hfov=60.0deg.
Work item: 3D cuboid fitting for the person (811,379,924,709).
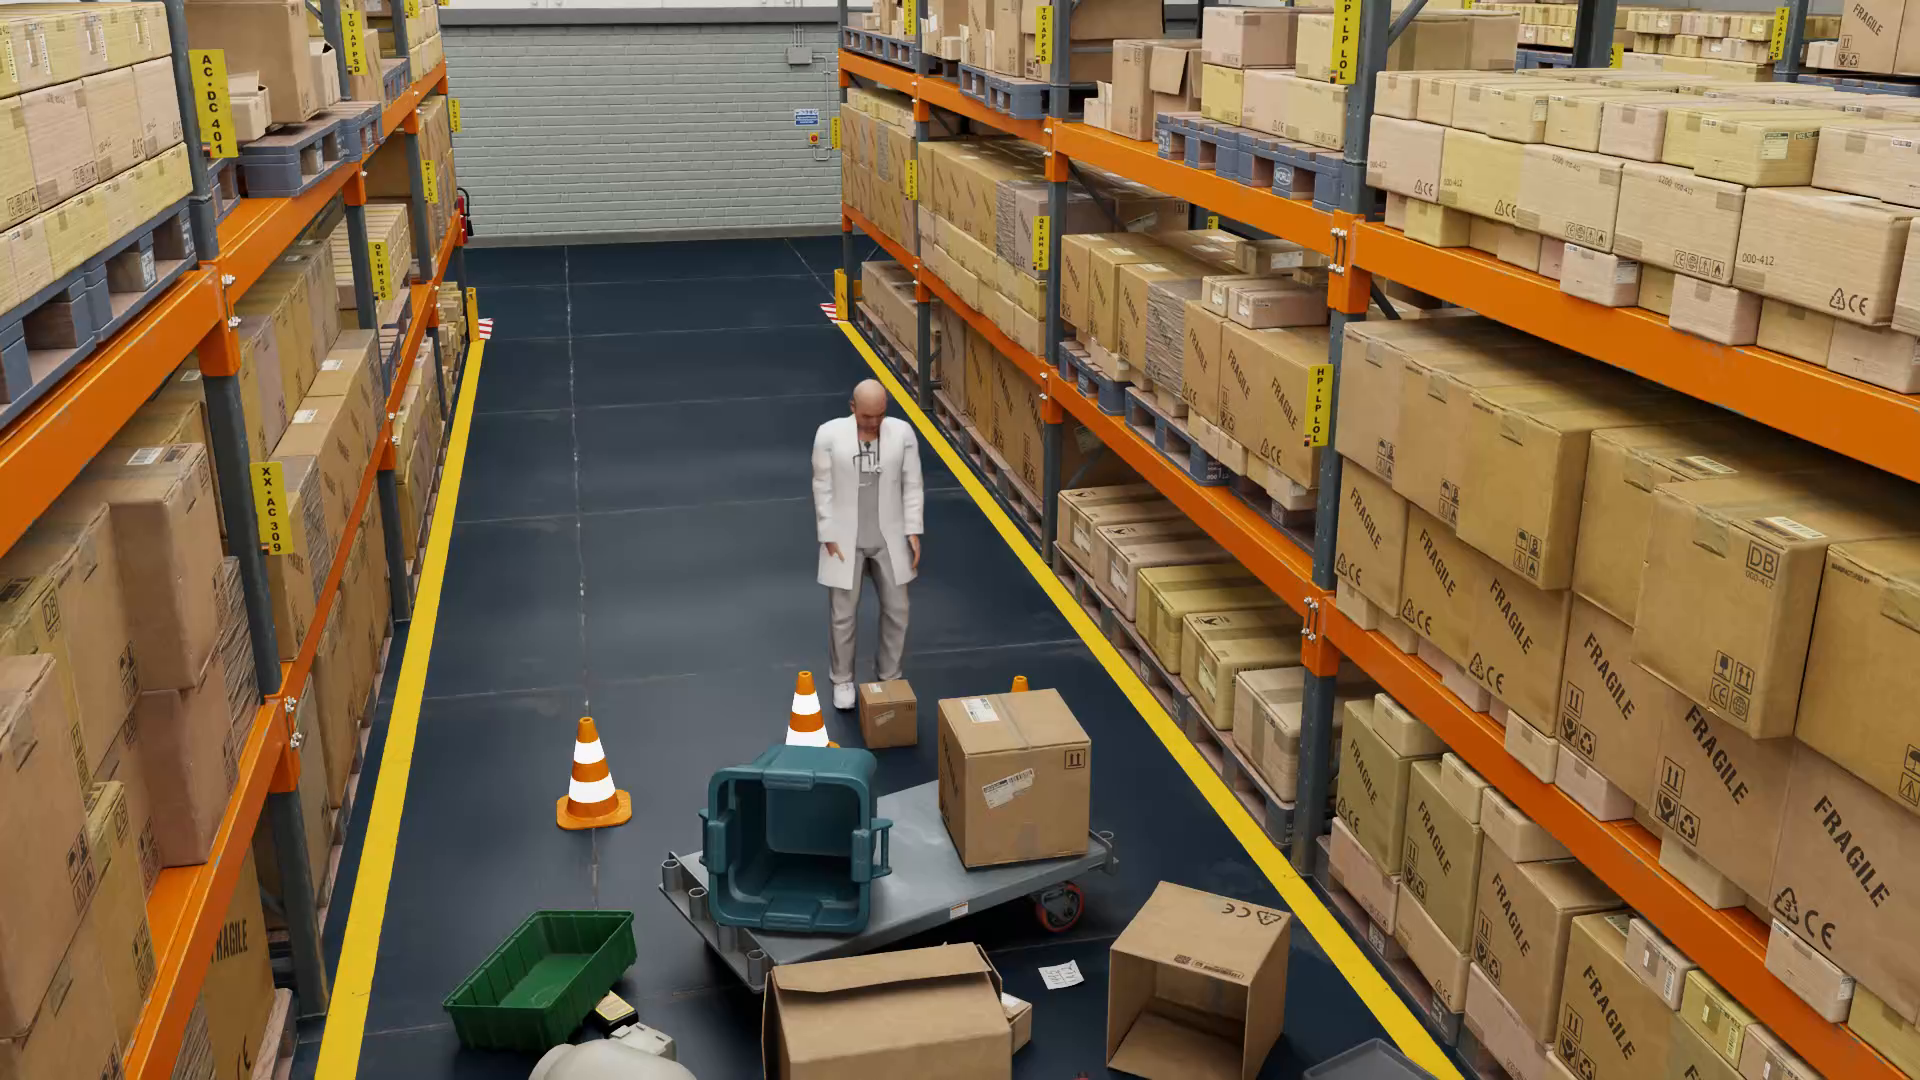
[{"bbox_3d":[-0.465,0.009,8.622,0.579,1.752,0.390,-4,20,-11],"label":"person"}]
